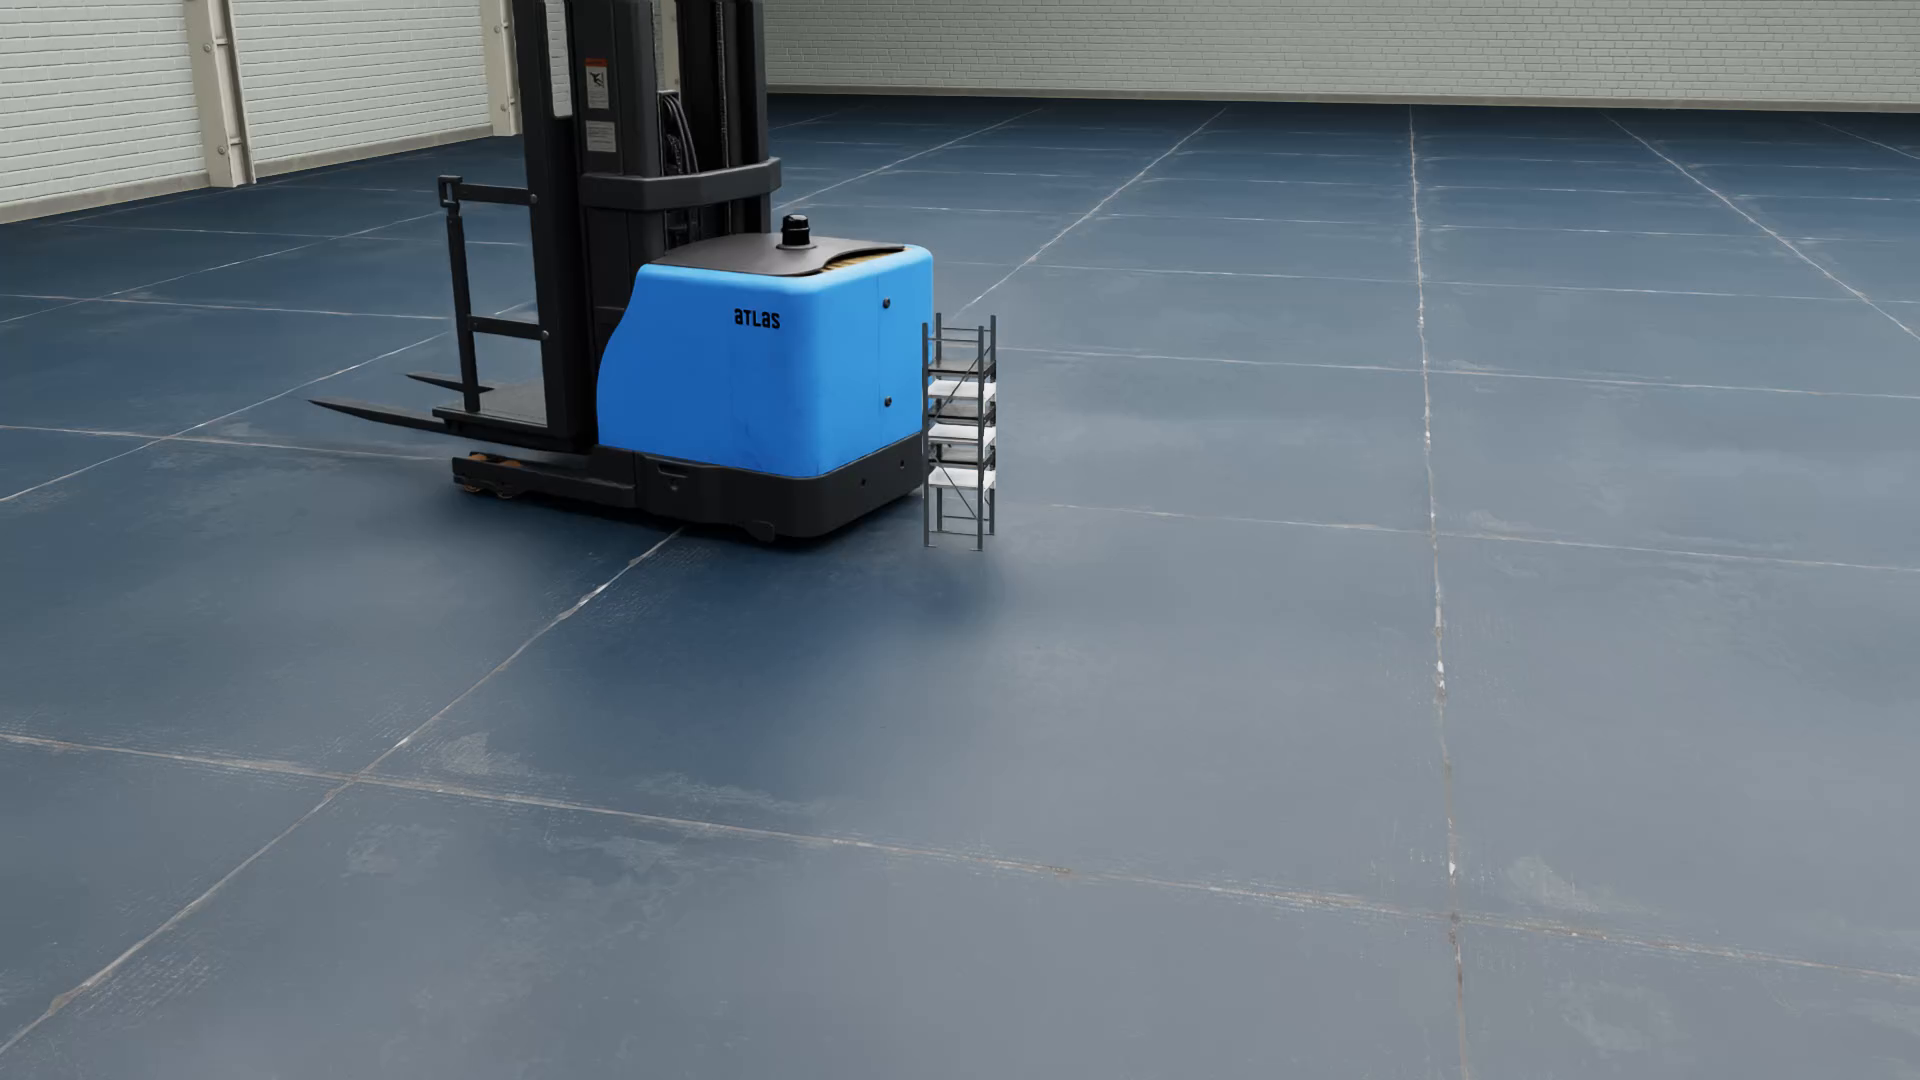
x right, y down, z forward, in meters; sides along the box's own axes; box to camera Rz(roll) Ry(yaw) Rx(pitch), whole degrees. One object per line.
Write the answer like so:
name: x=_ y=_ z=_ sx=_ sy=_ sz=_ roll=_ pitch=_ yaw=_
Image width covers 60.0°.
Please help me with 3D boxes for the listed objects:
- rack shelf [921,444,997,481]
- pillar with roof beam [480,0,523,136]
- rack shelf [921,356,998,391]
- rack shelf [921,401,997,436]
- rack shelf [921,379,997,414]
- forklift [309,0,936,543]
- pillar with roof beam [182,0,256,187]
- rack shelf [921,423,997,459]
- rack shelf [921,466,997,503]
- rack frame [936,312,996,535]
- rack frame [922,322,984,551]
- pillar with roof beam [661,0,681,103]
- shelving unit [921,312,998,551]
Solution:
rack shelf: x=-0.002 y=-0.307 z=6.575 sx=0.258 sy=0.077 sz=0.200 roll=5 pitch=19 yaw=13
pillar with roof beam: x=-2.176 y=-9.618 z=20.924 sx=9.100 sy=9.000 sz=0.400 roll=5 pitch=19 yaw=13
rack shelf: x=-0.002 y=-0.647 z=6.458 sx=0.258 sy=0.077 sz=0.200 roll=5 pitch=19 yaw=13
rack shelf: x=-0.002 y=-0.477 z=6.516 sx=0.258 sy=0.077 sz=0.200 roll=5 pitch=19 yaw=13
rack shelf: x=-0.002 y=-0.562 z=6.487 sx=0.258 sy=0.077 sz=0.200 roll=5 pitch=19 yaw=13
forklift: x=-1.638 y=-1.702 z=7.136 sx=3.031 sy=2.935 sz=1.130 roll=10 pitch=21 yaw=28
pillar with roof beam: x=-3.642 y=-7.737 z=15.418 sx=9.100 sy=9.000 sz=0.400 roll=5 pitch=19 yaw=13
rack shelf: x=-0.002 y=-0.392 z=6.545 sx=0.258 sy=0.077 sz=0.200 roll=5 pitch=19 yaw=13
rack shelf: x=-0.002 y=-0.221 z=6.604 sx=0.258 sy=0.077 sz=0.200 roll=5 pitch=19 yaw=13
rack frame: x=0.023 y=-0.455 z=6.628 sx=0.240 sy=0.900 sz=0.006 roll=5 pitch=19 yaw=13
rack frame: x=-0.027 y=-0.391 z=6.441 sx=0.240 sy=0.900 sz=0.006 roll=5 pitch=19 yaw=13
pillar with roof beam: x=-0.710 y=-11.498 z=26.430 sx=9.100 sy=9.000 sz=0.400 roll=5 pitch=19 yaw=13
shelving unit: x=-0.002 y=-0.423 z=6.535 sx=0.258 sy=0.900 sz=0.210 roll=5 pitch=19 yaw=13
